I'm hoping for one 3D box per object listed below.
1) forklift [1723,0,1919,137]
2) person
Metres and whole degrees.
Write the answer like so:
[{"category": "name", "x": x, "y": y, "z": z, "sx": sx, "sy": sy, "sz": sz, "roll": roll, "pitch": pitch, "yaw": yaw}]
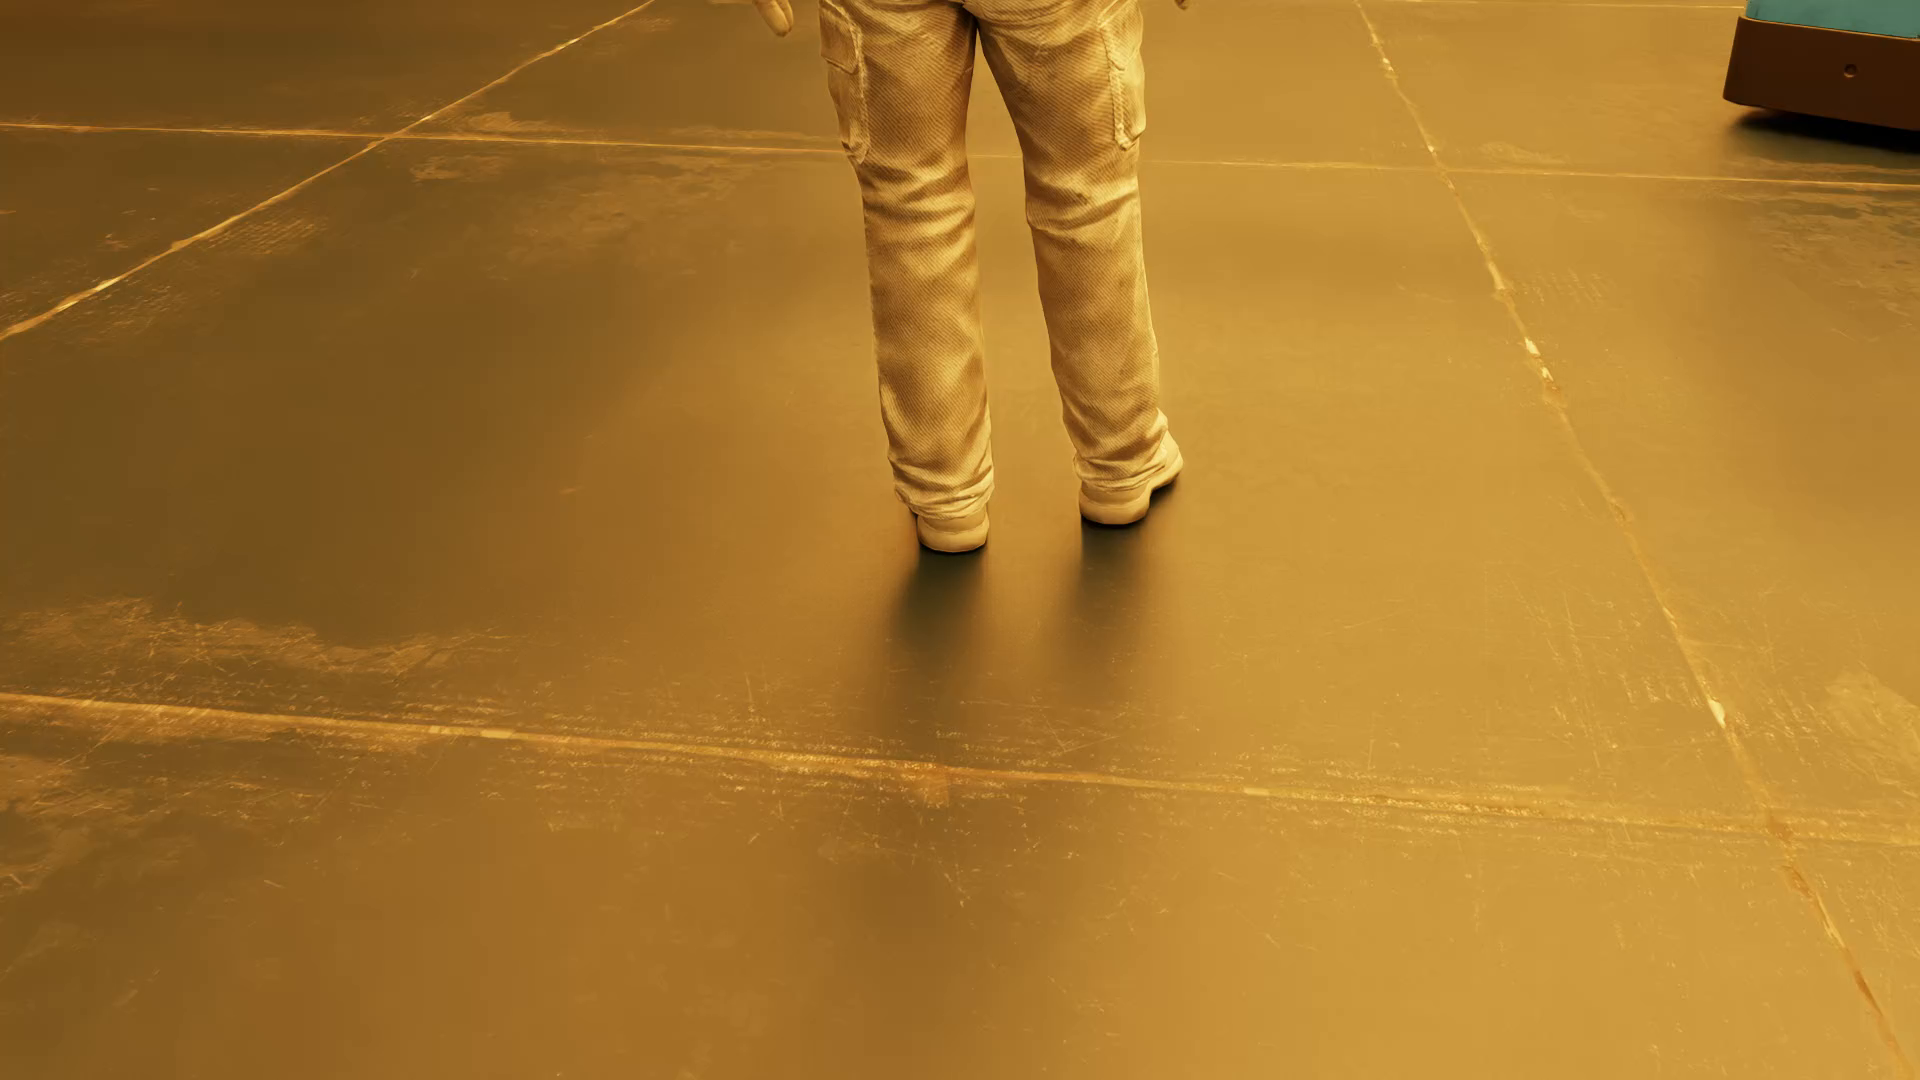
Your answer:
[{"category": "forklift", "x": 3.707, "y": -2.860, "z": 4.950, "sx": 3.031, "sy": 2.935, "sz": 1.130, "roll": -23, "pitch": 34, "yaw": -38}, {"category": "person", "x": 0.018, "y": -0.834, "z": 2.163, "sx": 0.657, "sy": 1.779, "sz": 0.574, "roll": 3, "pitch": 27, "yaw": 7}]
